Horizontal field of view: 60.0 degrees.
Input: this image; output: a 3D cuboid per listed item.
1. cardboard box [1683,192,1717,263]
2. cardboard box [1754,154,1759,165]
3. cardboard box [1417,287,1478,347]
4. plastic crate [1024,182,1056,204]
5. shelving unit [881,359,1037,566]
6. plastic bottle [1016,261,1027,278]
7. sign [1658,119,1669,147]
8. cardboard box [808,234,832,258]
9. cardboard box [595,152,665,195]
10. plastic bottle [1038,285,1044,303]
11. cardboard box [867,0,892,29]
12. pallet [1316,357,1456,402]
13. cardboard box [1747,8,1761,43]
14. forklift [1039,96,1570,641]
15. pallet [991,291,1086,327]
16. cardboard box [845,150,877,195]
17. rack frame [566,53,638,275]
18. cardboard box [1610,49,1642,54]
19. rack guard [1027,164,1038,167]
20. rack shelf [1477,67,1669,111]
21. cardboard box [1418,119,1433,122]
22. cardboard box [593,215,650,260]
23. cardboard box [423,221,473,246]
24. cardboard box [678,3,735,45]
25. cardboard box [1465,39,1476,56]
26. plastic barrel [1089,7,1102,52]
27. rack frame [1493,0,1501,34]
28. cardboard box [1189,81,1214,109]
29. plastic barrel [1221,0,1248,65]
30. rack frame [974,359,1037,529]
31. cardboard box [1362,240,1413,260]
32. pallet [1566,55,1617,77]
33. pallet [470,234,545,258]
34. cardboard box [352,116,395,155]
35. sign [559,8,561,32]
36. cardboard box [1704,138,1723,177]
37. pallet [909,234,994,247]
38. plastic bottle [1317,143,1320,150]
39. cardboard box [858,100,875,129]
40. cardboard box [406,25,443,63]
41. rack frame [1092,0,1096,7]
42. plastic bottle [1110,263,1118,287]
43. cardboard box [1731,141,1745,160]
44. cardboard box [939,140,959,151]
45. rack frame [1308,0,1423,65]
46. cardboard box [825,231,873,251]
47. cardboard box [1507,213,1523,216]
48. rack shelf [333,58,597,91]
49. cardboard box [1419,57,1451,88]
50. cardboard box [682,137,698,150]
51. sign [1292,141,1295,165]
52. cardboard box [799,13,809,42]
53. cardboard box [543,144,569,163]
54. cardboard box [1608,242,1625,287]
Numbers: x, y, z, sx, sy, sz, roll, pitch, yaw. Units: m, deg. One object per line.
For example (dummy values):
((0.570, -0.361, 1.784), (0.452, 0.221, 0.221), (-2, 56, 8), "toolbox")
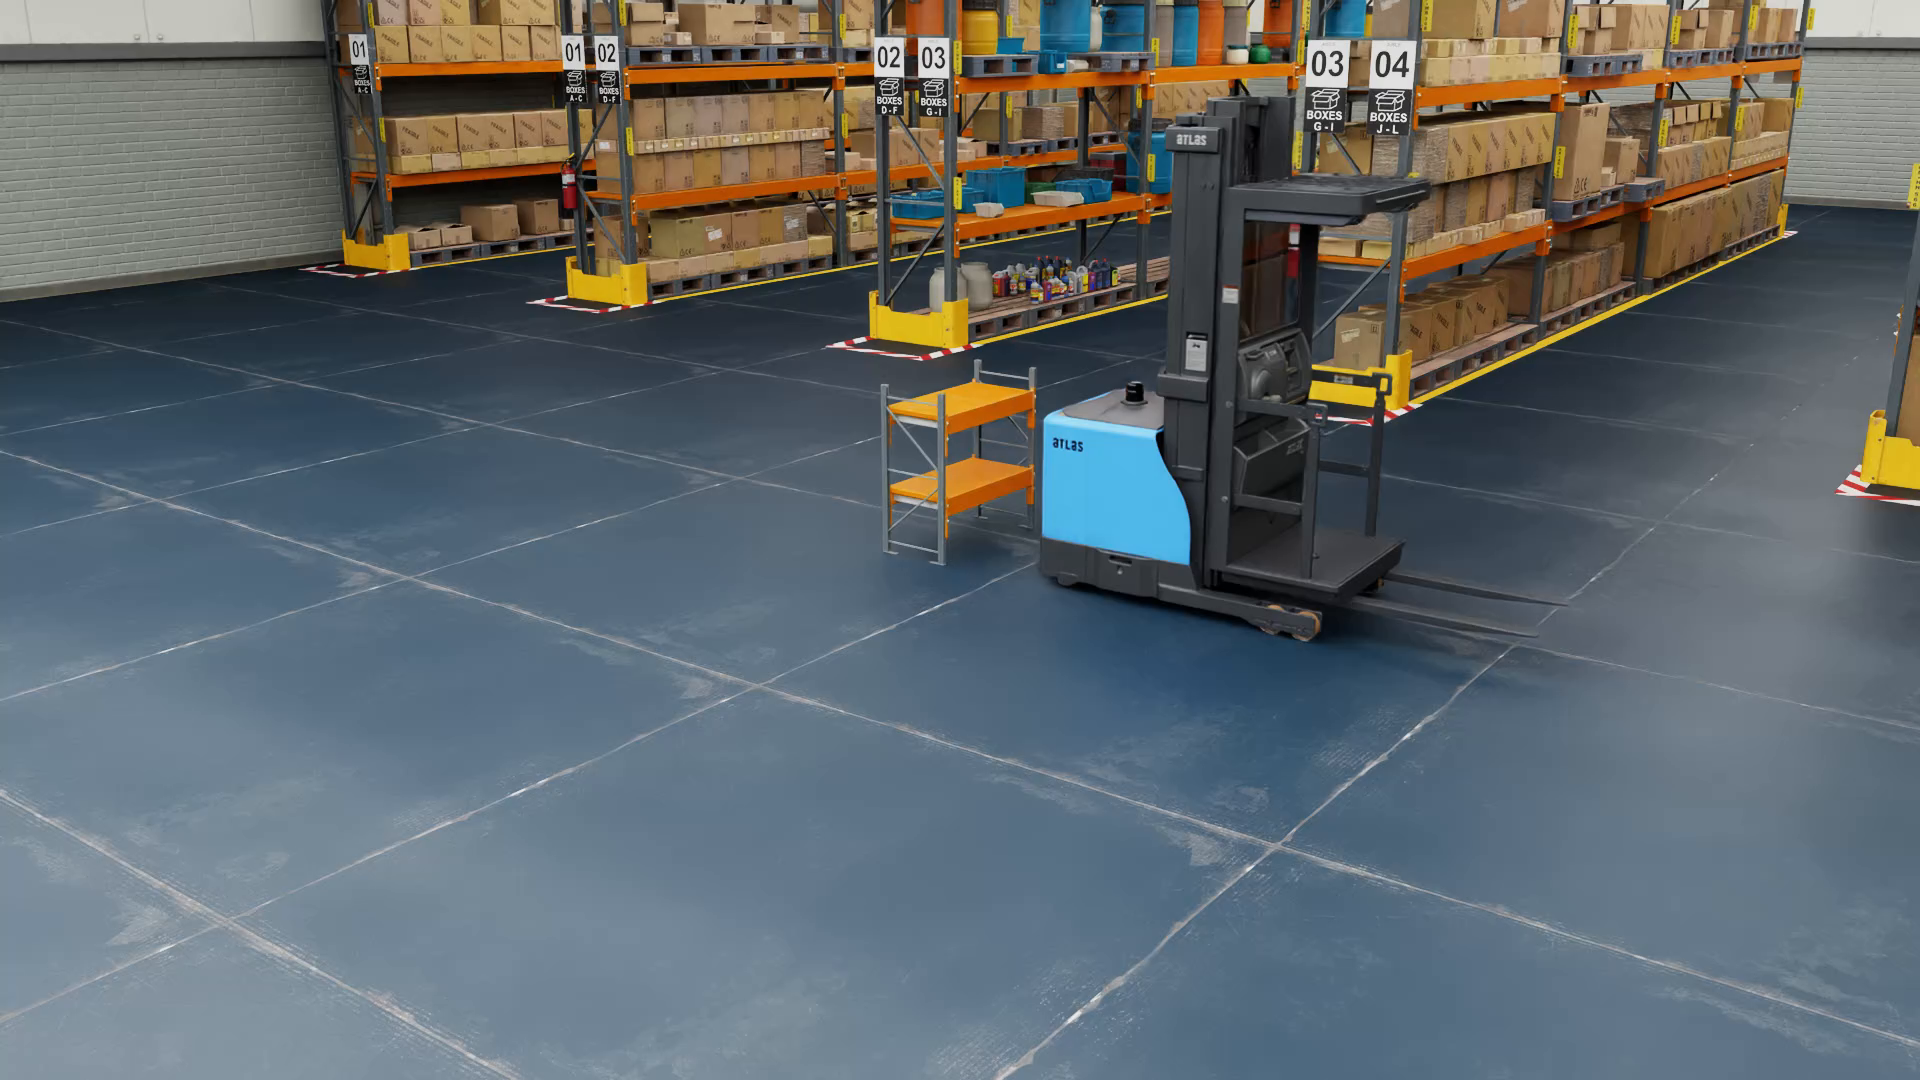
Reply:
((9.767, -4.398, 23.224), (1.225, 0.875, 0.875), (12, 21, 33), "cardboard box")
((11.879, -5.782, 25.229), (0.380, 0.149, 0.250), (13, 21, 35), "cardboard box")
((4.985, -2.295, 17.084), (0.500, 0.500, 0.500), (10, 20, 30), "cardboard box")
((0.884, -4.177, 19.993), (0.450, 0.188, 0.662), (12, 21, 35), "plastic crate")
((0.004, -0.539, 11.082), (0.538, 1.125, 1.048), (12, 21, 35), "shelving unit")
((0.740, -3.231, 20.316), (0.144, 0.351, 0.185), (12, 21, 34), "plastic bottle")
((8.722, -5.050, 20.630), (0.100, 0.325, 0.005), (12, 21, 35), "sign")
((-2.157, -4.166, 23.529), (0.500, 0.250, 0.500), (12, 21, 35), "cardboard box")
((-4.151, -4.631, 20.932), (0.700, 0.500, 0.500), (12, 21, 35), "cardboard box")
((0.929, -2.874, 19.417), (0.097, 0.201, 0.097), (0, 17, 0), "plastic bottle")
((-1.336, -7.627, 23.968), (0.500, 0.500, 0.500), (15, 23, 40), "cardboard box")
((4.072, -1.597, 16.031), (1.003, 0.211, 1.213), (12, 21, 35), "pallet")
((11.406, -7.634, 24.667), (0.700, 0.500, 0.500), (14, 22, 37), "cardboard box")
((1.999, -1.007, 9.546), (3.031, 2.935, 1.130), (11, 21, 32), "forklift")
((0.760, -2.775, 19.825), (1.003, 0.211, 1.213), (12, 21, 35), "pallet")
((-2.080, -6.991, 31.616), (0.750, 0.750, 0.750), (13, 22, 36), "cardboard box")
((-4.440, -4.475, 20.596), (1.000, 3.000, 0.127), (12, 21, 35), "rack frame")
((7.608, -5.593, 19.393), (0.500, 0.250, 0.500), (13, 22, 36), "cardboard box")
((1.128, -7.972, 36.072), (1.175, 0.500, 0.348), (12, 21, 35), "rack guard")
((7.089, -5.241, 19.219), (1.077, 0.370, 4.000), (12, 21, 35), "rack shelf")
((4.237, -3.804, 16.080), (0.500, 0.500, 0.500), (12, 21, 35), "cardboard box")
((-4.359, -3.901, 21.411), (0.500, 0.500, 0.500), (12, 21, 35), "cardboard box")
((-7.596, -4.560, 24.662), (0.500, 0.311, 0.500), (15, 22, 39), "cardboard box")
((-3.231, -6.570, 21.171), (0.500, 0.500, 0.500), (12, 21, 35), "cardboard box")
((4.515, -4.535, 15.314), (0.380, 0.149, 0.250), (12, 21, 35), "cardboard box")
((1.505, -6.170, 20.100), (0.421, 0.512, 0.421), (0, 17, 0), "plastic barrel")
((9.070, -10.274, 29.156), (1.000, 3.000, 0.127), (12, 21, 35), "rack frame")
((4.444, -8.412, 31.418), (0.500, 0.500, 0.500), (13, 22, 36), "cardboard box")
((3.639, -7.019, 22.884), (0.600, 0.901, 0.600), (0, 17, 0), "plastic barrel")
((0.307, -0.660, 11.472), (0.500, 1.125, 0.032), (12, 21, 35), "rack frame")
((3.875, -2.629, 15.076), (0.380, 0.149, 0.250), (12, 21, 35), "cardboard box")
((6.351, -5.147, 18.020), (1.213, 0.211, 1.003), (12, 21, 35), "pallet")
((-7.135, -4.512, 25.418), (1.003, 0.211, 1.213), (12, 21, 35), "pallet")
((-8.310, -5.795, 23.802), (0.500, 0.500, 0.500), (12, 21, 34), "cardboard box")
((-4.867, -6.392, 20.351), (0.100, 0.325, 0.005), (12, 21, 35), "sign")
((10.304, -5.353, 23.255), (0.500, 0.500, 0.500), (13, 22, 36), "cardboard box")
((-0.195, -4.859, 26.536), (1.003, 0.211, 1.213), (12, 21, 35), "pallet")
((5.675, -6.107, 26.061), (0.152, 0.276, 0.135), (12, 21, 35), "plastic bottle")
((-1.945, -8.011, 31.279), (0.500, 0.500, 0.500), (12, 21, 35), "cardboard box")
((-7.671, -6.996, 23.455), (0.500, 0.500, 0.500), (14, 22, 38), "cardboard box")
((2.710, -10.198, 28.910), (1.000, 3.000, 0.127), (12, 21, 35), "rack frame")
((1.898, -3.291, 20.623), (0.061, 0.283, 0.133), (14, 22, 37), "plastic bottle")
((11.154, -5.718, 24.349), (0.500, 0.250, 0.500), (12, 21, 34), "cardboard box")
((-0.361, -6.159, 26.169), (0.500, 0.311, 0.500), (12, 21, 34), "cardboard box")
((3.514, -5.588, 14.066), (1.000, 3.000, 0.127), (12, 21, 35), "rack frame")
((-1.617, -4.367, 24.177), (0.500, 0.250, 0.500), (12, 21, 33), "cardboard box")
((5.652, -3.346, 17.385), (0.380, 0.149, 0.250), (12, 21, 35), "cardboard box")
((-7.228, -6.915, 24.607), (1.077, 0.370, 4.000), (12, 21, 35), "rack shelf")
((4.009, -4.153, 14.756), (0.500, 0.250, 0.500), (13, 22, 36), "cardboard box")
((-3.576, -5.070, 21.250), (0.380, 0.149, 0.250), (12, 21, 34), "cardboard box")
((4.749, -5.486, 23.578), (0.100, 0.325, 0.005), (12, 21, 35), "sign")
((-3.137, -9.206, 29.863), (0.700, 0.500, 0.500), (11, 20, 32), "cardboard box")
((-6.379, -5.956, 25.586), (0.500, 0.250, 0.500), (13, 21, 35), "cardboard box")
((7.898, -3.482, 20.872), (0.700, 0.500, 0.500), (11, 20, 32), "cardboard box")
